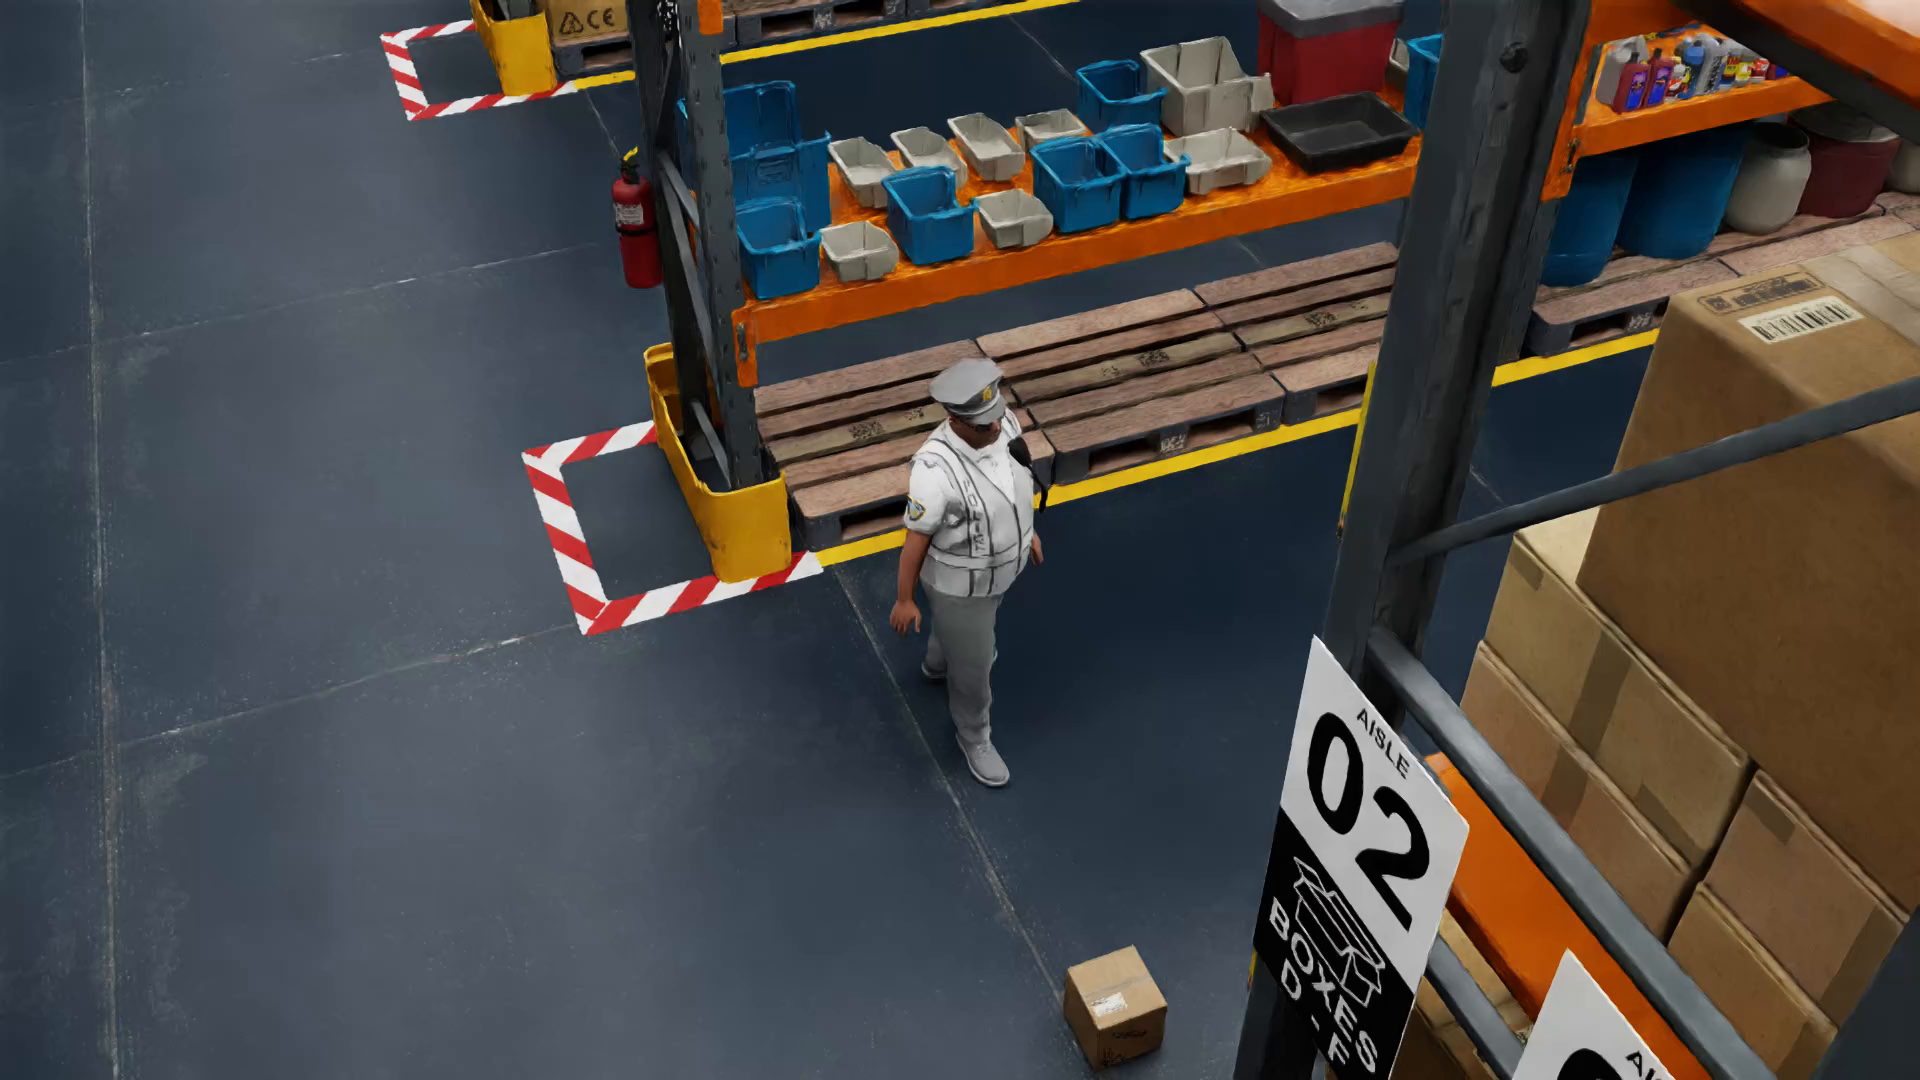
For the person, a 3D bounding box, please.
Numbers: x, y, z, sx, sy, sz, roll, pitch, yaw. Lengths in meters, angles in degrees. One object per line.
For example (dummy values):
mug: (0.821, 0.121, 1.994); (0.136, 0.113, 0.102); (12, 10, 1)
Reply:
person: (0.044, 0.057, 6.082); (0.584, 1.752, 0.711); (21, 46, 22)
